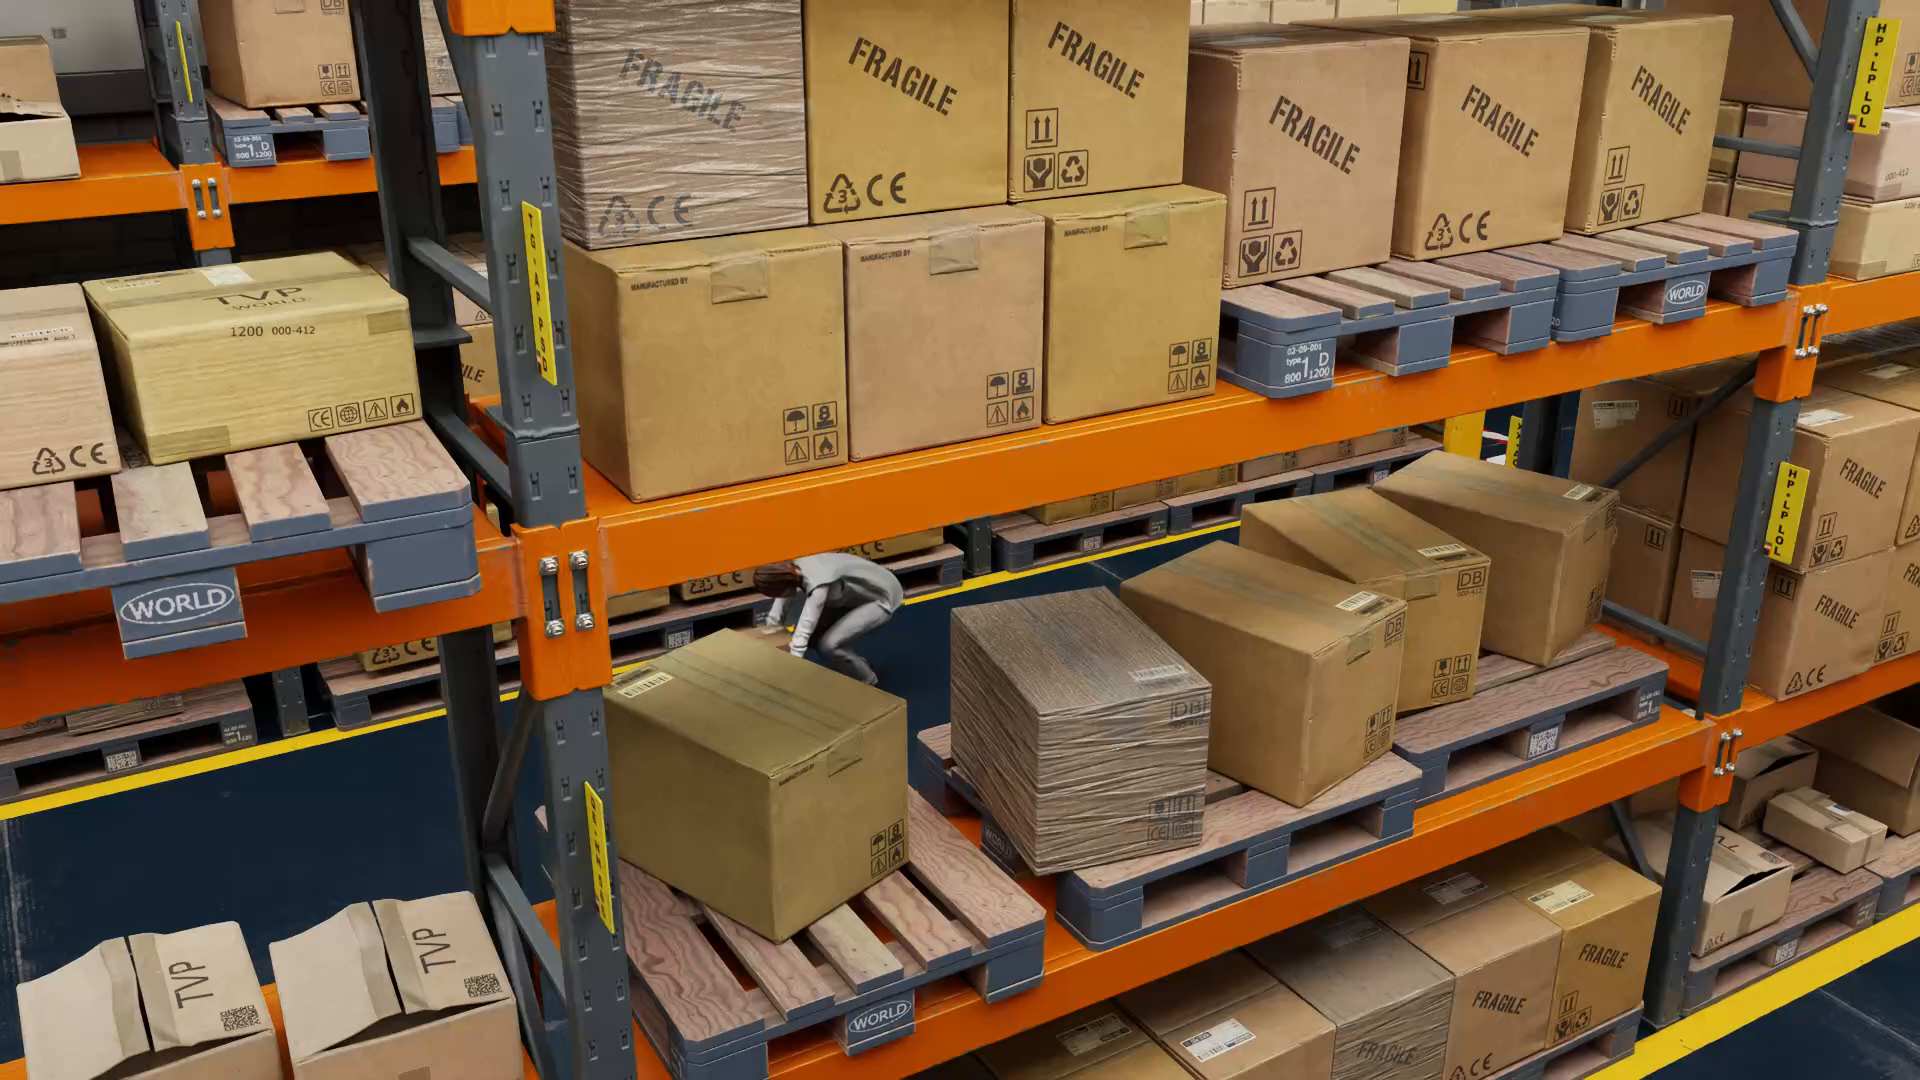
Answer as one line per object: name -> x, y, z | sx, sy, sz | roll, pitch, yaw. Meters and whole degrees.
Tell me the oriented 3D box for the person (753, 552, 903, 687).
person -> -0.676, 0.424, 8.495 | 0.833, 0.896, 0.419 | -13, 25, -29
